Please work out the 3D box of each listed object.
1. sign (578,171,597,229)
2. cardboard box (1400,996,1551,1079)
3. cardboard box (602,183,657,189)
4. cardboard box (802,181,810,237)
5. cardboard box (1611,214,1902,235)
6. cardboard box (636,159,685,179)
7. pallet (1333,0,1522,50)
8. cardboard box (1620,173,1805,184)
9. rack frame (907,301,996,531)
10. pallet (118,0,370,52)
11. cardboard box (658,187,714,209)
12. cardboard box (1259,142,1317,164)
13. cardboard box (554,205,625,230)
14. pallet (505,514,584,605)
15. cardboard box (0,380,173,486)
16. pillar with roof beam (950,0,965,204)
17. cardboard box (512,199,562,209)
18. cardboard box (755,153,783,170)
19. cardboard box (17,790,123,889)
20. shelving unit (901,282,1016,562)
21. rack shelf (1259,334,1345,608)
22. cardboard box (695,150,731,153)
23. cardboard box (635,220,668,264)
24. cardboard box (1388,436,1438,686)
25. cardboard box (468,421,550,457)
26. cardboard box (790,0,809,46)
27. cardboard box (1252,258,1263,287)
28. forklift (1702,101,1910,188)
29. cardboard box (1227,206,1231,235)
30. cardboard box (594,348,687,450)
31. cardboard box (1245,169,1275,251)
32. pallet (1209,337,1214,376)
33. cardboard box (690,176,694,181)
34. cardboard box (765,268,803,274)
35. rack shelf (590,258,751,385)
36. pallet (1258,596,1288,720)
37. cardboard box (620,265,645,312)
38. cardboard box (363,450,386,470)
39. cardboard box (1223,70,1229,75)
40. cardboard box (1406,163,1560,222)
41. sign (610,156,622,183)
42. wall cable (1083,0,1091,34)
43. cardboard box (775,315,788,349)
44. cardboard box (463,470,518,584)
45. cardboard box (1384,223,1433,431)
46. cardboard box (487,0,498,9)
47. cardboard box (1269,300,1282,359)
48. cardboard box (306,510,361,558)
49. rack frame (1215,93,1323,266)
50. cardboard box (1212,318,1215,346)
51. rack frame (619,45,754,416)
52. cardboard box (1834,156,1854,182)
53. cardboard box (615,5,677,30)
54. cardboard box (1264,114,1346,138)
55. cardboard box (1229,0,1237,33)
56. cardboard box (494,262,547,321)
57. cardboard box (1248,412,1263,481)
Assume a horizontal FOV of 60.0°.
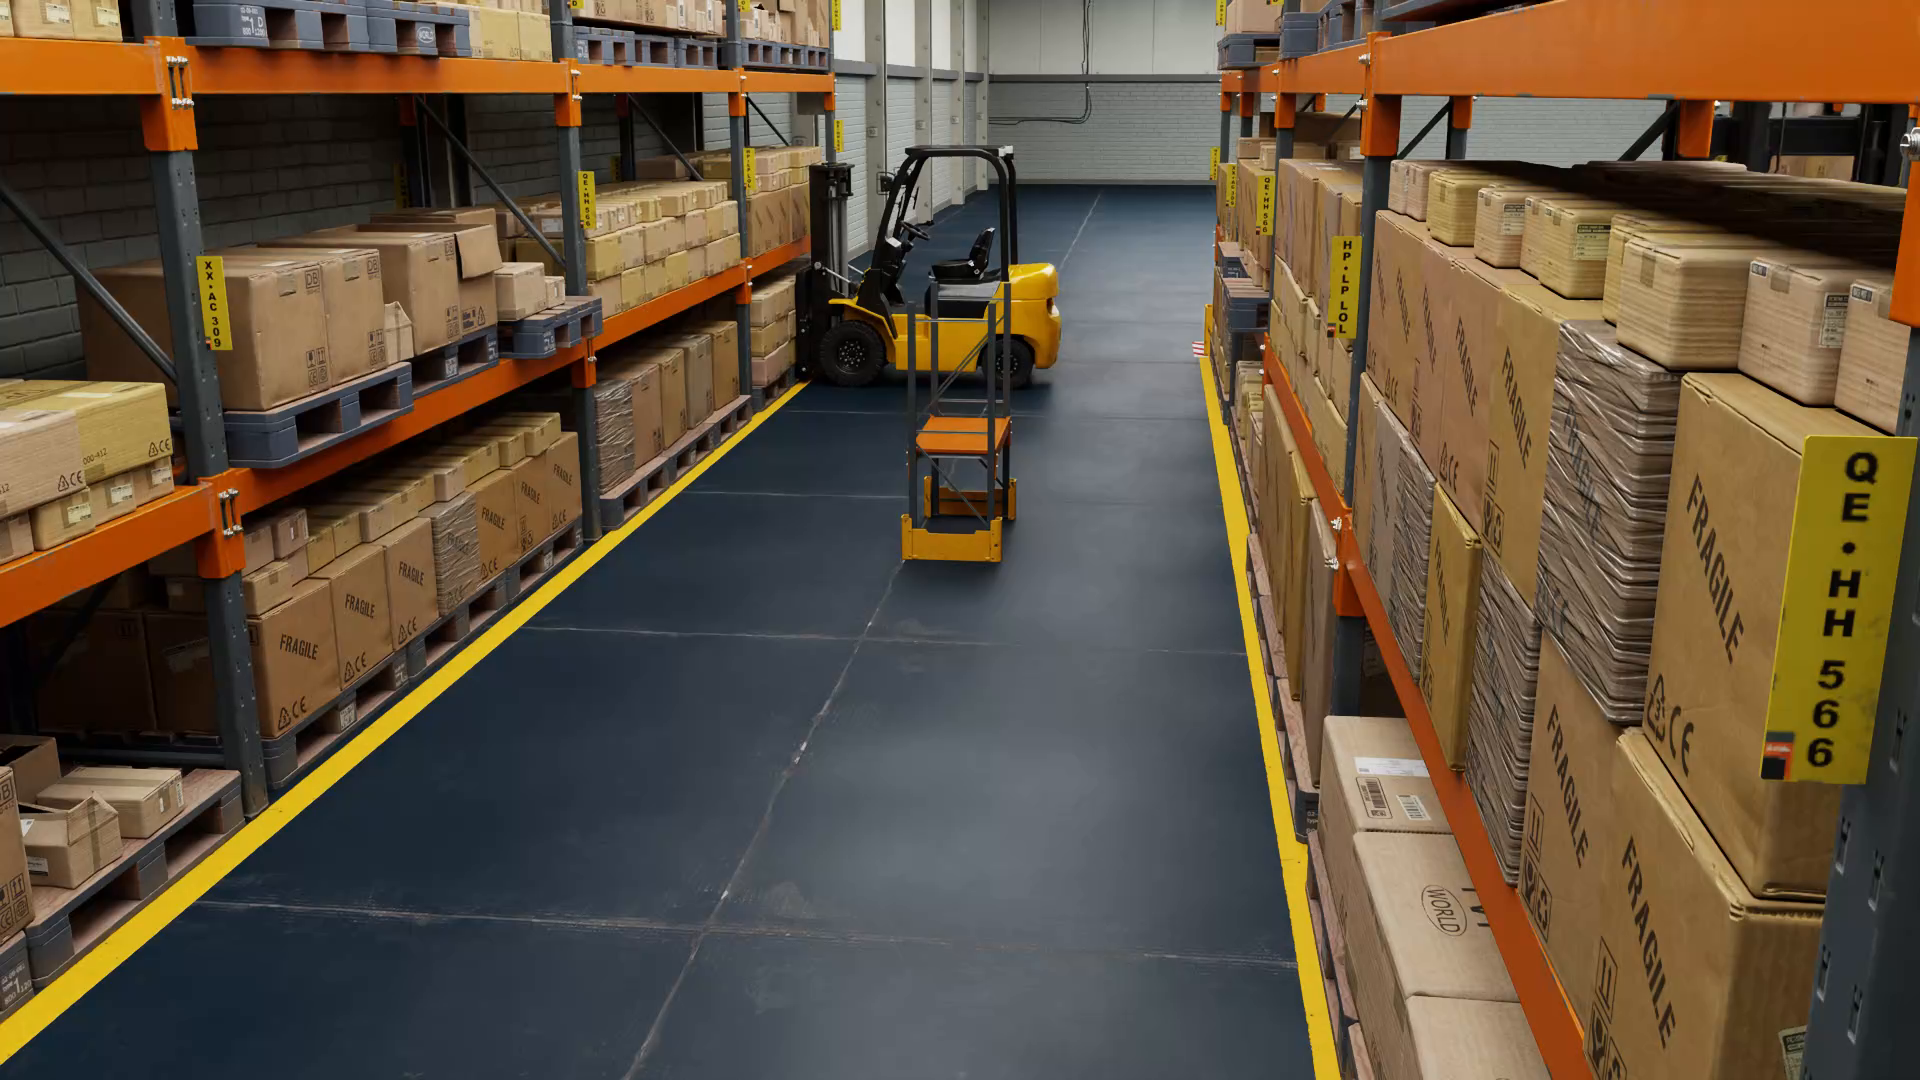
[{"bbox_3d":[-2.160,-1.968,9.626,0.100,0.325,0.005,2,15,6],"label":"sign"},{"bbox_3d":[1.400,1.382,3.409,0.875,0.438,0.875,2,15,8],"label":"cardboard box"},{"bbox_3d":[-2.584,-2.706,12.990,0.380,0.149,0.250,1,15,4],"label":"cardboard box"},{"bbox_3d":[-1.717,-3.181,15.988,0.500,0.500,0.500,1,15,5],"label":"cardboard box"},{"bbox_3d":[1.291,-0.449,2.727,0.380,0.149,0.250,2,15,6],"label":"cardboard box"},{"bbox_3d":[-2.513,-3.095,13.856,0.380,0.149,0.250,2,15,6],"label":"cardboard box"},{"bbox_3d":[1.835,-1.873,5.961,0.805,0.209,1.217,1,15,4],"label":"pallet"},{"bbox_3d":[1.876,-0.837,4.161,0.380,0.149,0.250,2,15,6],"label":"cardboard box"},{"bbox_3d":[-0.048,-0.614,9.561,0.500,1.500,0.032,2,15,6],"label":"rack frame"},{"bbox_3d":[-3.008,-1.947,6.231,1.213,0.211,1.003,2,15,6],"label":"pallet"},{"bbox_3d":[-2.056,-2.563,12.459,0.380,0.149,0.250,1,15,5],"label":"cardboard box"},{"bbox_3d":[2.259,-2.664,11.459,0.380,0.149,0.250,3,15,9],"label":"cardboard box"},{"bbox_3d":[-2.339,-2.033,10.498,0.380,0.149,0.250,2,15,8],"label":"cardboard box"},{"bbox_3d":[-2.822,0.078,9.469,1.003,0.211,1.213,2,15,6],"label":"pallet"},{"bbox_3d":[-2.967,-0.355,5.446,0.500,0.250,0.500,2,15,8],"label":"cardboard box"},{"bbox_3d":[4.214,-12.375,38.688,9.100,9.000,0.400,2,15,6],"label":"pillar with roof beam"},{"bbox_3d":[-2.791,-2.180,11.043,0.380,0.149,0.250,2,15,6],"label":"cardboard box"},{"bbox_3d":[-1.841,-3.478,15.276,0.380,0.149,0.250,2,15,6],"label":"cardboard box"},{"bbox_3d":[-2.963,0.940,5.373,0.396,0.266,0.258,2,15,8],"label":"cardboard box"},{"bbox_3d":[0.009,-0.744,10.039,0.587,1.500,1.083,2,15,6],"label":"shelving unit"},{"bbox_3d":[2.007,-0.449,7.455,1.077,0.370,4.000,2,15,6],"label":"rack shelf"},{"bbox_3d":[-2.302,-3.626,15.820,0.380,0.149,0.250,1,15,5],"label":"cardboard box"},{"bbox_3d":[-2.273,-2.002,11.150,0.500,0.250,0.500,1,15,5],"label":"cardboard box"},{"bbox_3d":[1.344,0.047,4.050,0.500,0.500,0.500,2,15,7],"label":"cardboard box"},{"bbox_3d":[-2.504,-0.562,9.237,0.380,0.149,0.250,1,15,3],"label":"cardboard box"},{"bbox_3d":[-1.820,-4.898,15.595,0.700,0.500,0.500,2,15,7],"label":"cardboard box"},{"bbox_3d":[1.978,-1.627,10.109,0.380,0.149,0.250,2,15,6],"label":"cardboard box"},{"bbox_3d":[4.988,-1.559,10.311,1.130,2.935,3.031,2,15,7],"label":"forklift"},{"bbox_3d":[2.592,-2.936,14.510,0.500,0.500,0.500,2,15,8],"label":"cardboard box"},{"bbox_3d":[-2.474,-1.023,11.942,0.875,0.625,0.625,1,15,4],"label":"cardboard box"},{"bbox_3d":[2.111,-2.101,10.621,0.500,0.500,0.500,1,15,2],"label":"cardboard box"},{"bbox_3d":[3.000,-1.815,16.469,1.003,0.211,1.213,2,15,6],"label":"pallet"},{"bbox_3d":[-2.474,-3.016,14.136,0.380,0.149,0.250,1,15,5],"label":"cardboard box"},{"bbox_3d":[-1.638,-2.501,16.213,0.500,0.250,0.500,2,15,7],"label":"cardboard box"},{"bbox_3d":[-2.474,-1.632,11.829,1.077,0.370,4.000,2,15,6],"label":"rack shelf"},{"bbox_3d":[1.928,0.549,7.729,1.003,0.211,1.213,2,15,6],"label":"pallet"},{"bbox_3d":[-2.346,-1.626,10.717,0.500,0.250,0.500,1,15,5],"label":"cardboard box"},{"bbox_3d":[-3.178,-0.372,8.532,0.380,0.149,0.250,1,15,5],"label":"cardboard box"},{"bbox_3d":[2.775,-4.640,16.311,0.380,0.149,0.250,2,15,6],"label":"cardboard box"},{"bbox_3d":[1.474,-0.981,4.693,0.380,0.149,0.250,2,15,7],"label":"cardboard box"},{"bbox_3d":[-2.800,-2.970,13.589,0.100,0.325,0.005,2,15,6],"label":"sign"},{"bbox_3d":[4.948,-15.643,47.045,3.097,2.526,0.112,2,15,6],"label":"wall cable"},{"bbox_3d":[-1.833,-1.862,14.806,0.500,0.250,0.500,2,15,6],"label":"cardboard box"},{"bbox_3d":[-2.658,-0.075,8.678,0.500,0.500,0.500,2,15,9],"label":"cardboard box"},{"bbox_3d":[1.423,-0.562,4.385,0.500,0.500,0.500,1,15,6],"label":"cardboard box"},{"bbox_3d":[-2.605,-2.795,8.531,0.380,0.149,0.250,2,15,8],"label":"cardboard box"},{"bbox_3d":[1.927,-1.123,8.857,0.500,0.250,0.500,1,15,5],"label":"cardboard box"},{"bbox_3d":[-2.857,-0.030,7.268,0.380,0.149,0.250,1,15,5],"label":"cardboard box"},{"bbox_3d":[3.135,-3.390,16.953,1.000,3.000,0.127,2,15,6],"label":"rack frame"},{"bbox_3d":[2.769,-2.064,16.513,0.500,0.250,0.500,2,15,6],"label":"cardboard box"},{"bbox_3d":[-2.249,-2.498,13.653,1.000,3.000,0.127,2,15,6],"label":"rack frame"},{"bbox_3d":[7.636,-3.068,13.404,0.875,0.550,0.550,2,15,6],"label":"cardboard box"},{"bbox_3d":[-2.158,-3.581,11.399,0.380,0.149,0.250,2,15,6],"label":"cardboard box"},{"bbox_3d":[3.080,-3.534,14.808,0.700,0.500,0.500,2,15,6],"label":"cardboard box"},{"bbox_3d":[2.163,-3.660,11.686,0.500,0.250,0.500,1,15,6],"label":"cardboard box"},{"bbox_3d":[-2.498,-1.308,8.734,0.500,0.250,0.500,1,15,4],"label":"cardboard box"},{"bbox_3d":[2.381,-0.587,10.817,0.950,0.372,0.625,1,15,5],"label":"cardboard box"}]
